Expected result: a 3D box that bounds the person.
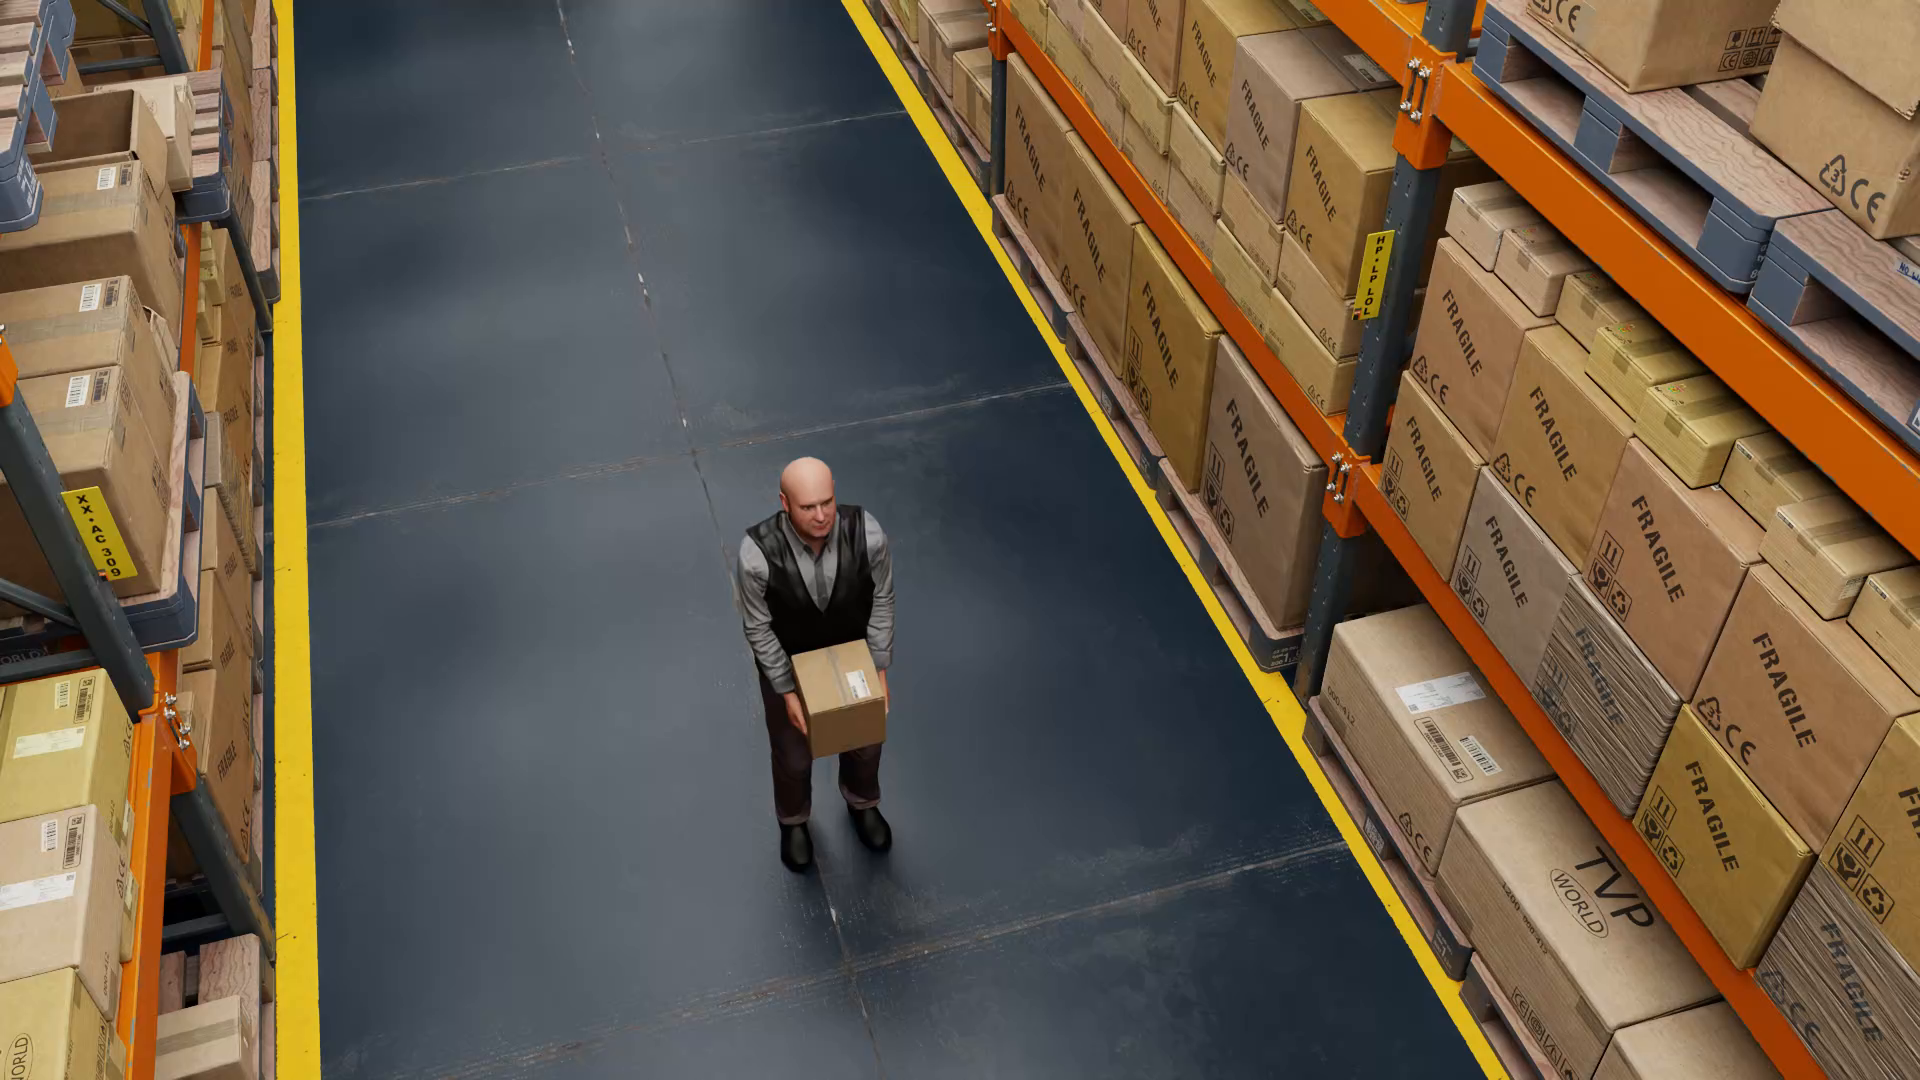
[{"bbox_3d":[-0.467,0.485,5.635,0.478,1.726,0.520,-12,43,-13],"label":"person"}]
